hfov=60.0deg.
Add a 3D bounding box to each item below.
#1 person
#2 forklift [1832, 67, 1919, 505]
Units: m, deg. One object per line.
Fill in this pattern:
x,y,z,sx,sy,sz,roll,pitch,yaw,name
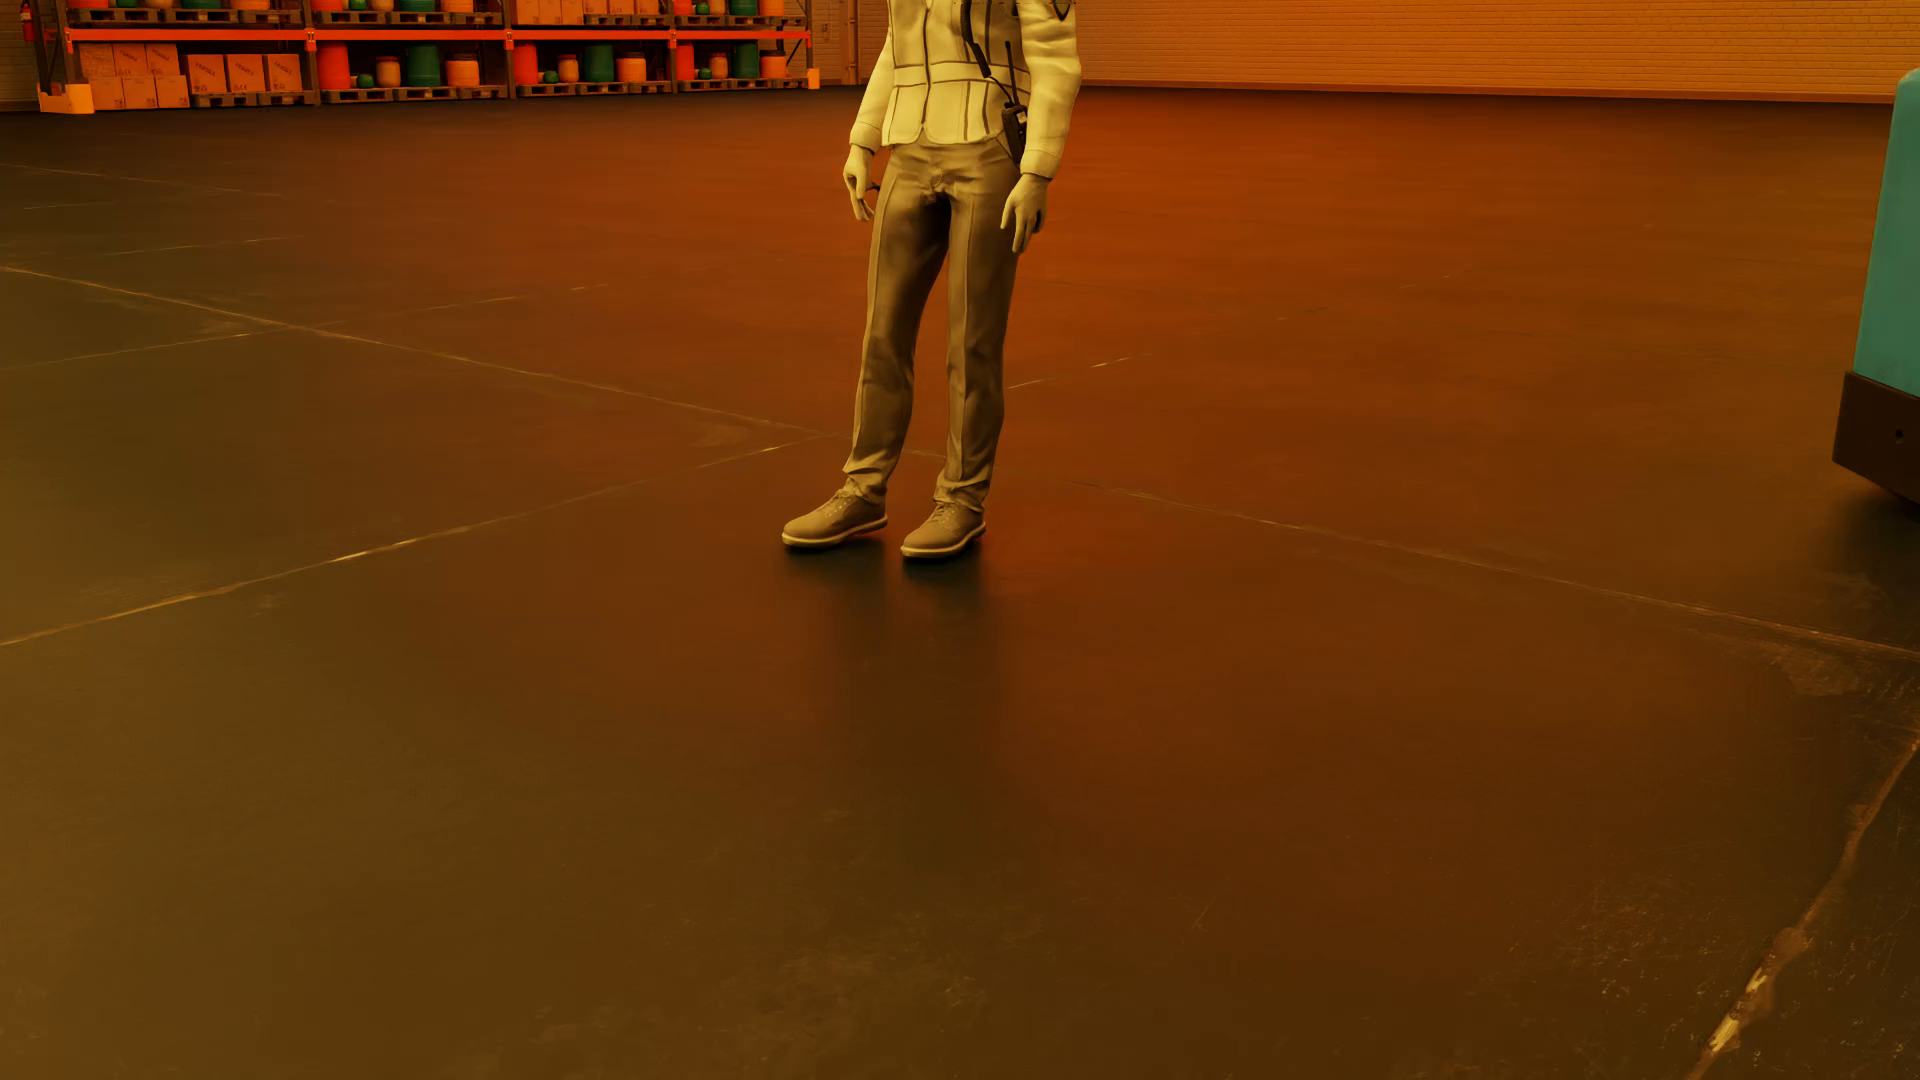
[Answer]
-0.048,-0.804,3.648,0.588,1.696,0.533,13,21,37,person
3.803,-1.407,3.532,3.031,2.935,1.130,0,17,0,forklift
